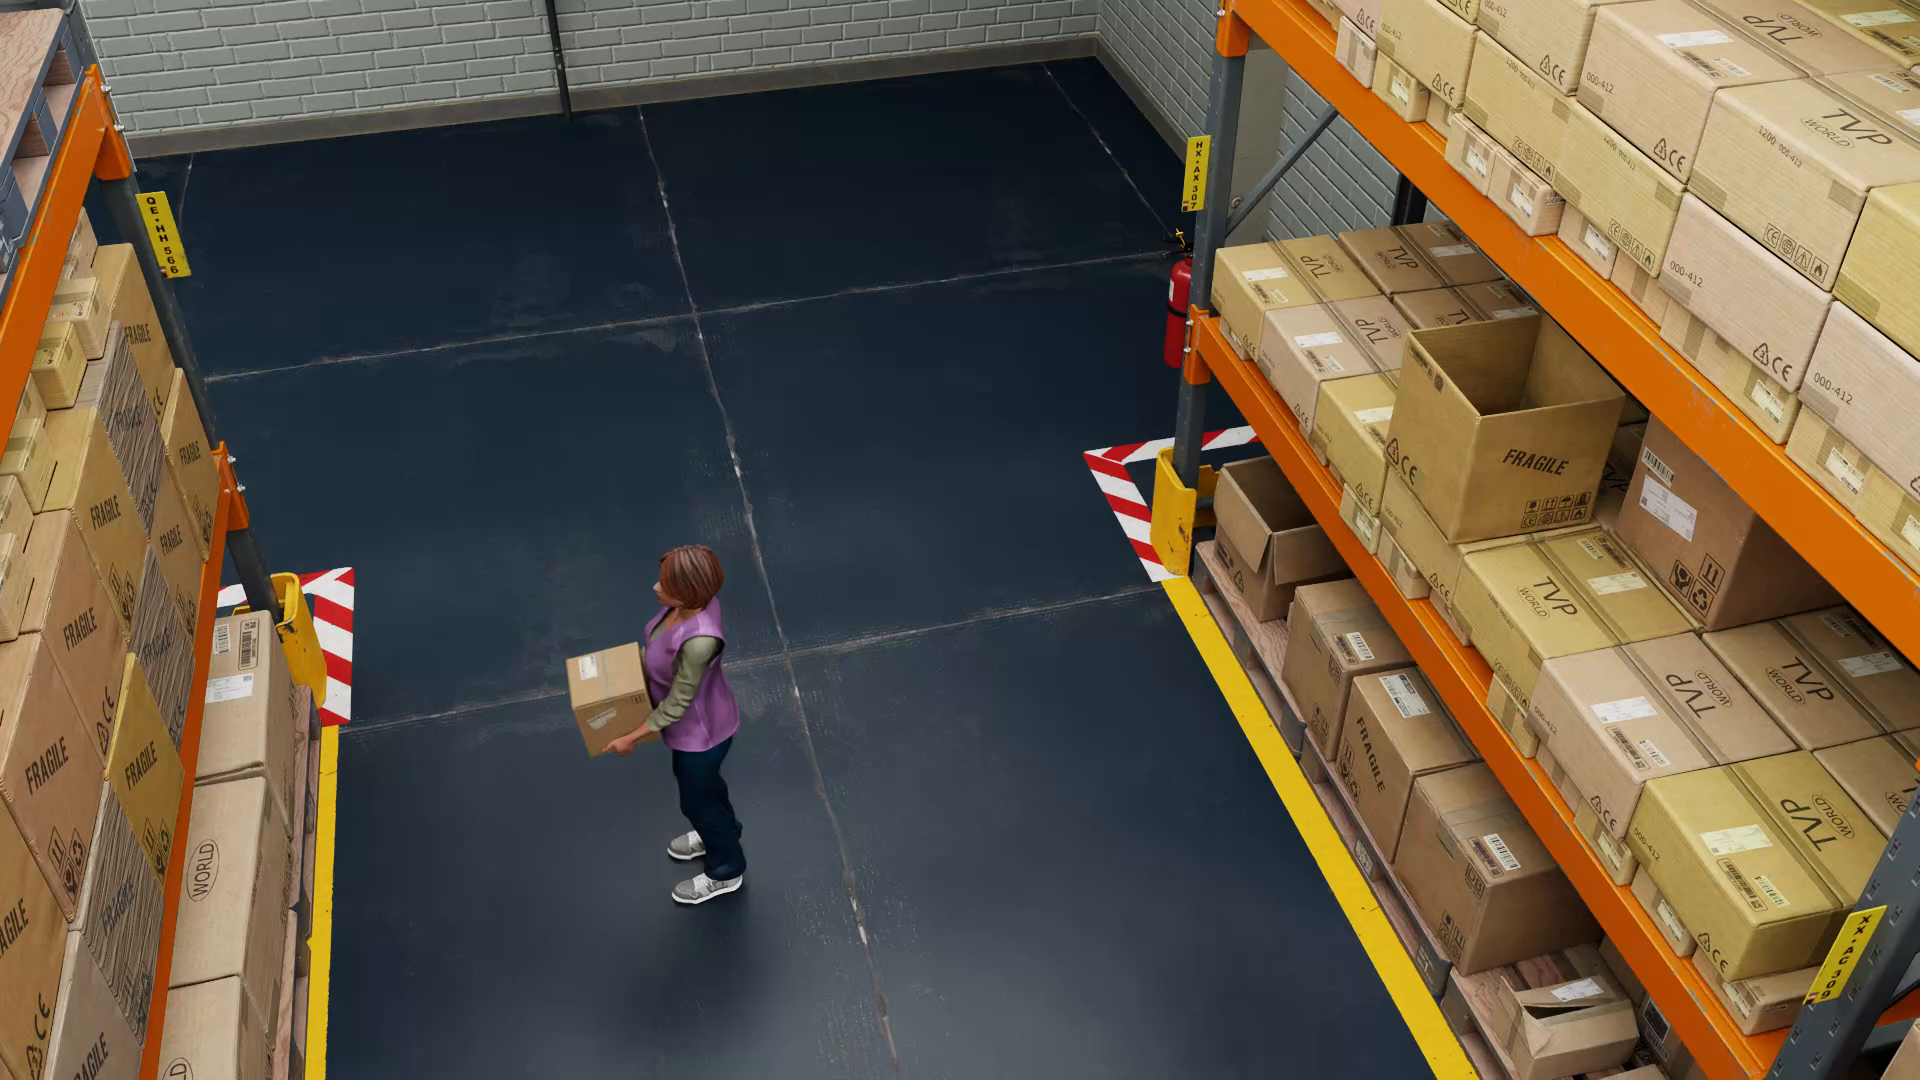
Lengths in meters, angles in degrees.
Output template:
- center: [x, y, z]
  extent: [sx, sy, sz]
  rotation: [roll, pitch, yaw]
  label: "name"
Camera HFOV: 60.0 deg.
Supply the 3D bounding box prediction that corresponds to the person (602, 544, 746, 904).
- center: [-1.024, 0.663, 5.895]
  extent: [0.490, 1.590, 0.411]
  rotation: [-10, 40, -12]
  label: "person"
